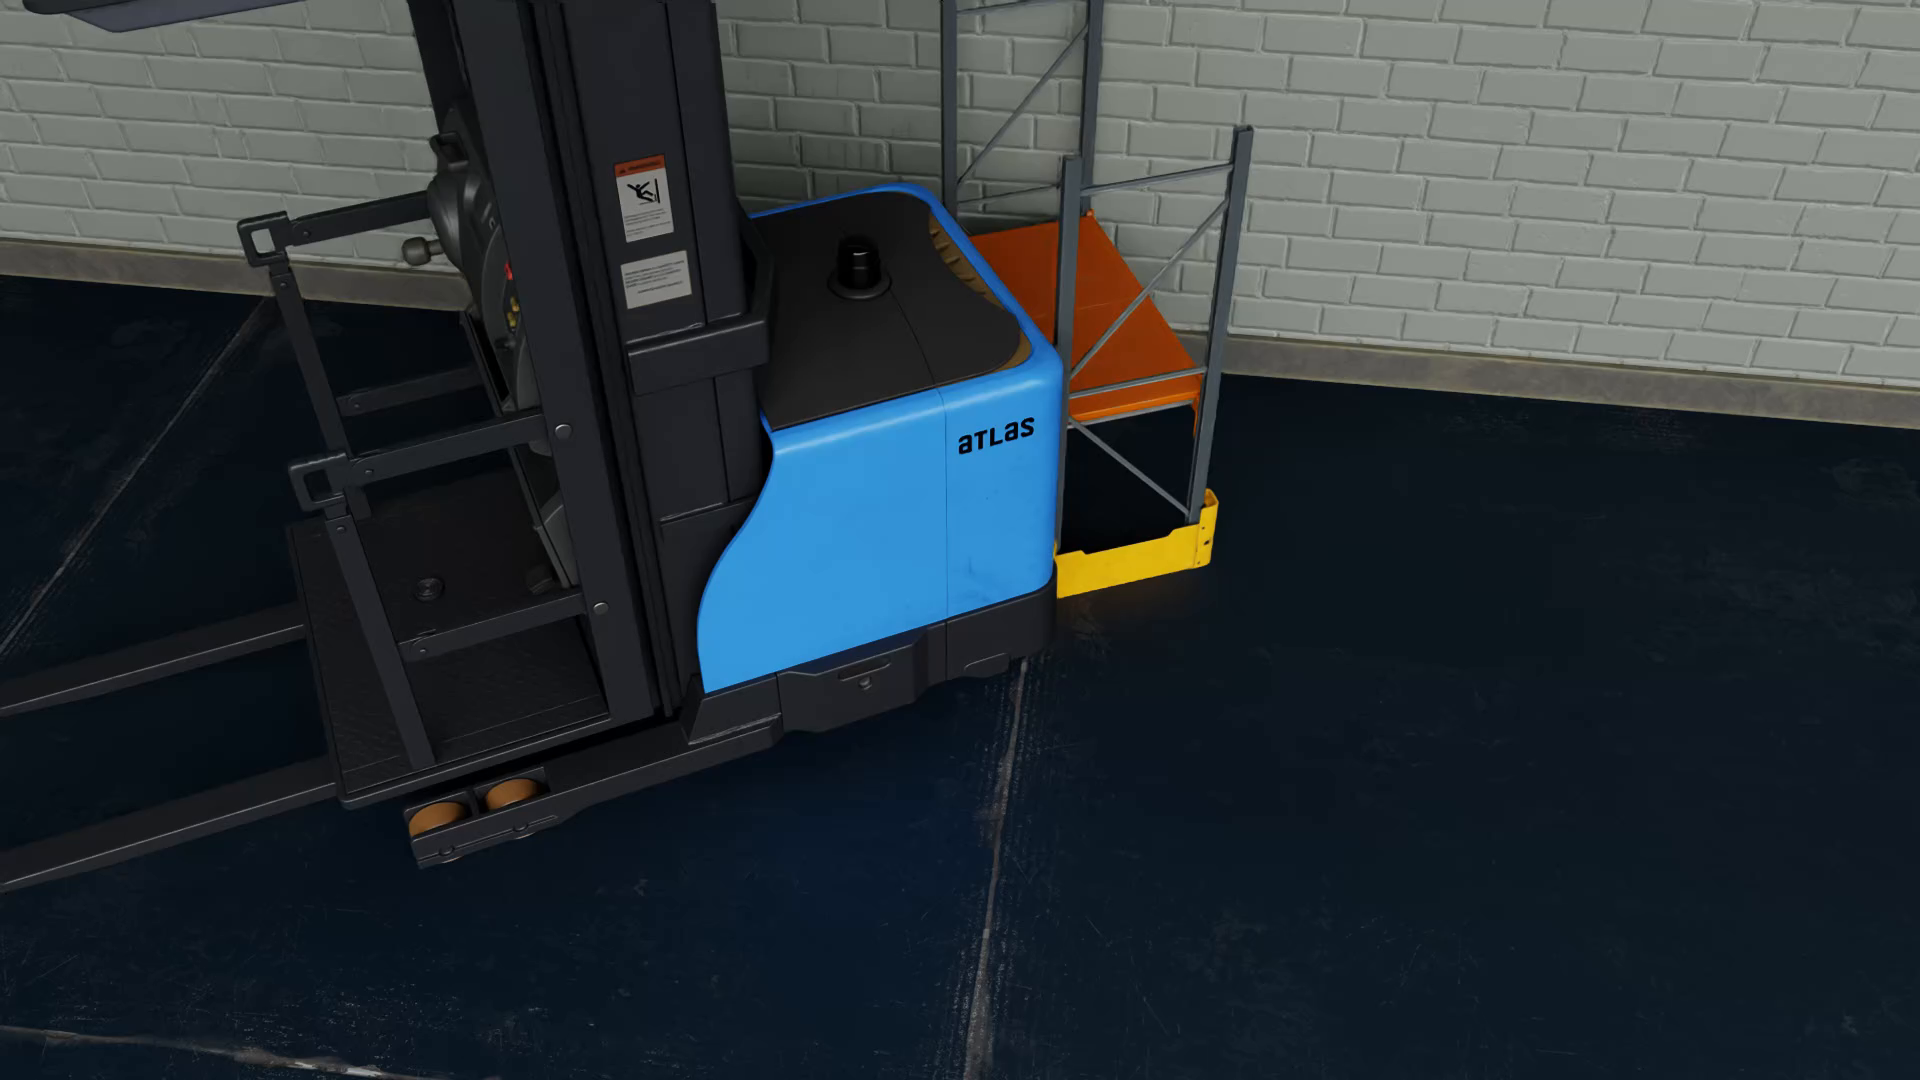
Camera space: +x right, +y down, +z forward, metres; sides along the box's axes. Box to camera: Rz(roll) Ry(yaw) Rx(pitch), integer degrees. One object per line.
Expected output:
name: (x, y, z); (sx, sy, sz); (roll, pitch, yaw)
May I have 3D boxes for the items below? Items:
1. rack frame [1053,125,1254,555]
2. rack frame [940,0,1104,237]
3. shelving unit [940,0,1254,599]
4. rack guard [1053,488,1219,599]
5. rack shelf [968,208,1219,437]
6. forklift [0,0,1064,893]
rack frame: (0.492, -0.436, 4.619); (0.500, 1.500, 0.032); (-12, 45, -13)
rack frame: (0.185, -1.102, 5.323); (0.500, 1.500, 0.032); (-12, 45, -13)
shelving unit: (0.341, -0.763, 4.965); (0.587, 1.500, 1.083); (-12, 45, -13)
rack guard: (0.492, 0.017, 5.050); (0.587, 0.250, 0.087); (-12, 45, -13)
rack shelf: (0.338, -0.638, 5.095); (0.538, 0.185, 1.000); (-12, 45, -13)
forklift: (-1.288, -0.634, 3.788); (3.031, 2.935, 1.130); (-16, 46, -17)
